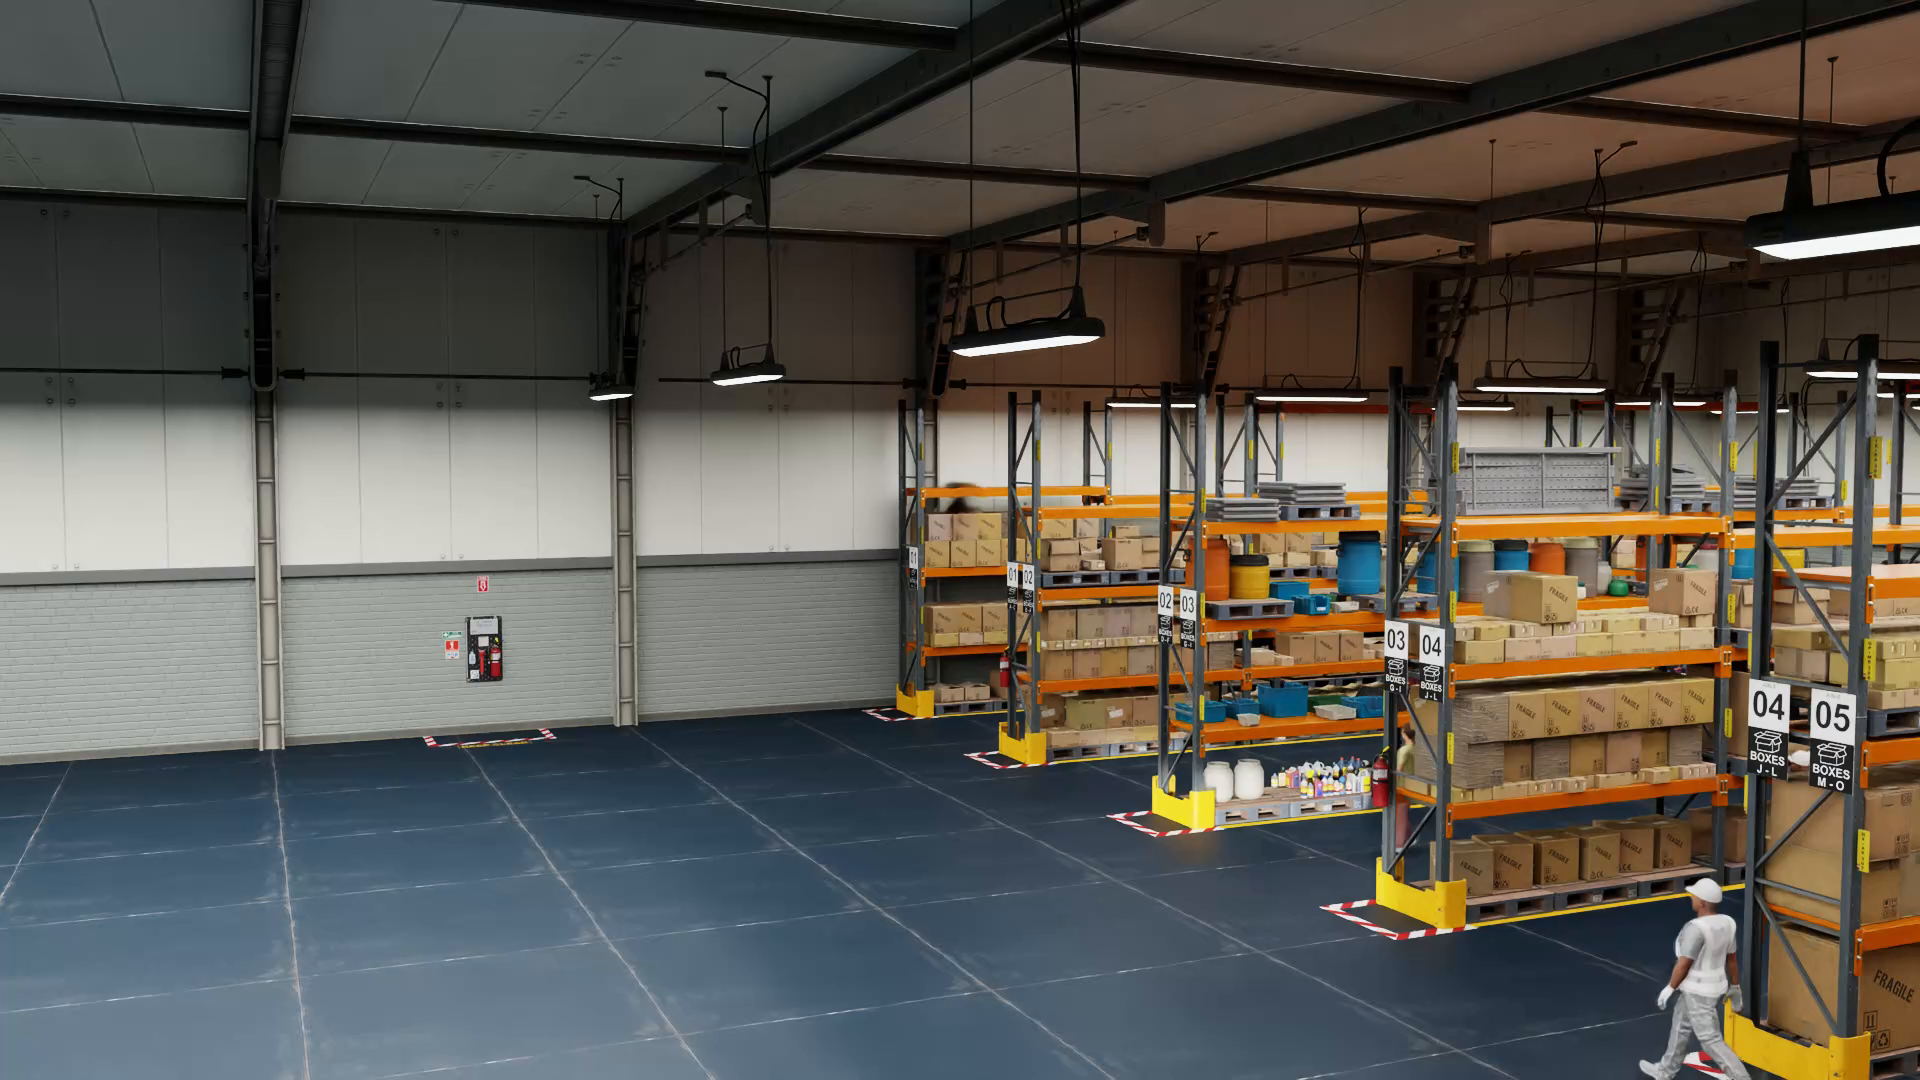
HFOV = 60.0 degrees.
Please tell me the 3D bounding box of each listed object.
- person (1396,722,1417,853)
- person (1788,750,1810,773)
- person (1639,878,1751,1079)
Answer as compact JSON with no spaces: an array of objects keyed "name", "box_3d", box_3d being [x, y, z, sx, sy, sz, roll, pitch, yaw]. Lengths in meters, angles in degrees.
[{"name":"person","box_3d":[5.573,3.127,20.920,0.451,1.701,0.466,2,4,25]},{"name":"person","box_3d":[9.402,3.230,18.553,0.952,1.766,0.507,-1,4,-23]},{"name":"person","box_3d":[5.812,3.525,13.066,1.054,1.752,0.560,3,5,43]}]
